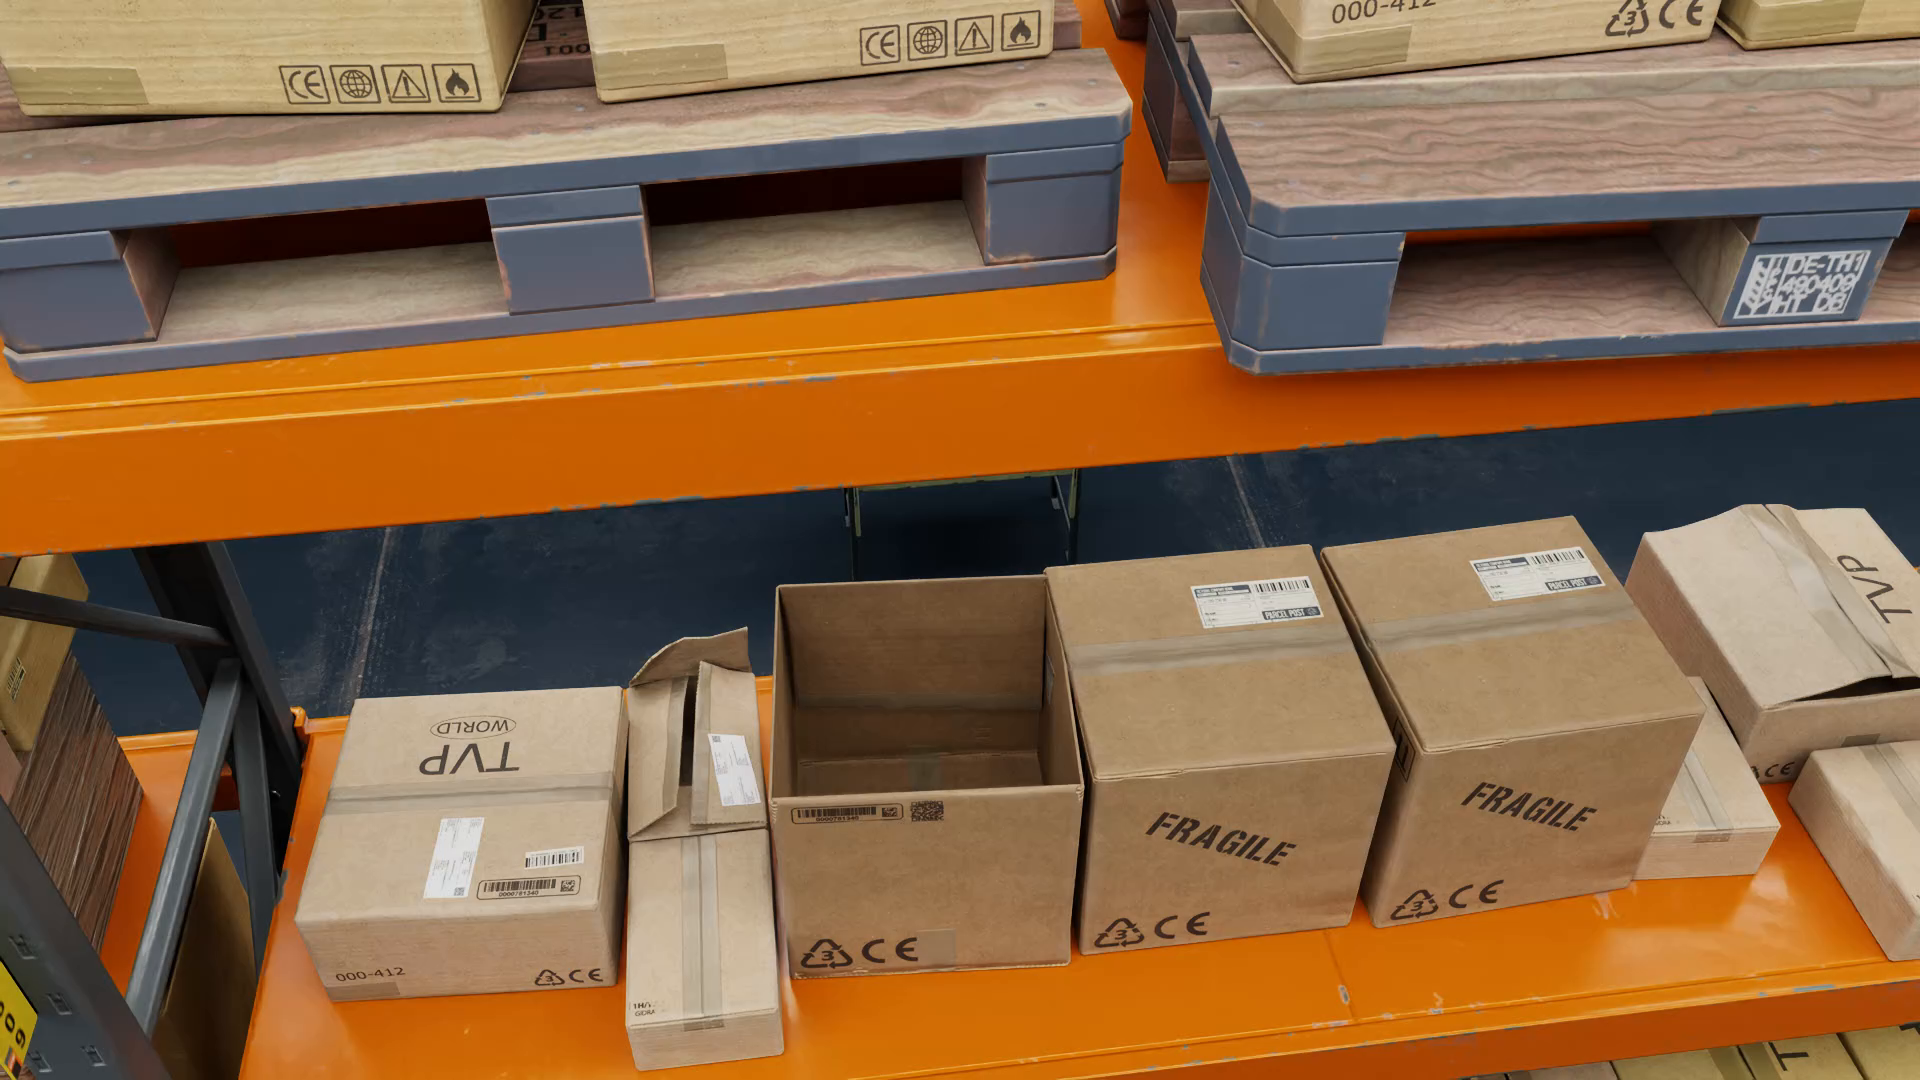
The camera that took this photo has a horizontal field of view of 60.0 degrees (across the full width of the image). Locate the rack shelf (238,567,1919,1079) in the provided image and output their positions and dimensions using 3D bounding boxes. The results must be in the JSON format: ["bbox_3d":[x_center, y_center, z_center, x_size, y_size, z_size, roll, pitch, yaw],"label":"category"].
[{"bbox_3d":[0.631,0.651,3.326,4.000,0.370,1.077,-5,42,-6],"label":"rack shelf"}]

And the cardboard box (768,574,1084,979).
[{"bbox_3d":[-0.066,0.419,2.971,0.500,0.500,0.500,-2,42,-2],"label":"cardboard box"}]

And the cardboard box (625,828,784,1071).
[{"bbox_3d":[-0.447,0.710,2.911,0.250,0.149,0.380,-5,42,-6],"label":"cardboard box"}]

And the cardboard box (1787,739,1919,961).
[{"bbox_3d":[1.758,0.565,3.071,0.250,0.149,0.380,-5,42,-6],"label":"cardboard box"}]

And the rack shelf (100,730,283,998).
[{"bbox_3d":[-3.335,0.999,2.941,4.000,0.370,1.077,-5,42,-6],"label":"rack shelf"}]

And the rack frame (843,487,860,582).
[{"bbox_3d":[-0.370,-0.525,5.212,0.023,1.500,0.400,-5,42,-6],"label":"rack frame"}]

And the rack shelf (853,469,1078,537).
[{"bbox_3d":[-0.007,-0.314,5.465,0.720,0.370,0.431,-5,42,-6],"label":"rack shelf"}]

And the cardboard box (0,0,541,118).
[{"bbox_3d":[-0.740,-0.704,1.849,0.500,0.250,0.500,-1,42,-1],"label":"cardboard box"}]

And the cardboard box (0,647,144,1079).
[{"bbox_3d":[-1.791,0.563,2.811,0.500,0.500,0.700,-6,42,-7],"label":"cardboard box"}]

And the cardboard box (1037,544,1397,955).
[{"bbox_3d":[0.431,0.375,3.020,0.500,0.500,0.500,-5,42,-5],"label":"cardboard box"}]

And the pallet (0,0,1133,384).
[{"bbox_3d":[-0.479,-0.570,2.046,1.217,0.209,0.805,-7,42,-7],"label":"pallet"}]

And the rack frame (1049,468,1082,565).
[{"bbox_3d":[0.356,-0.588,5.282,0.023,1.500,0.400,-5,42,-6],"label":"rack frame"}]

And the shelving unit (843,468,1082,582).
[{"bbox_3d":[-0.007,-0.556,5.247,0.755,1.500,0.431,-5,42,-6],"label":"shelving unit"}]

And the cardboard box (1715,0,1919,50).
[{"bbox_3d":[1.086,-0.827,1.987,0.500,0.250,0.500,-6,42,-6],"label":"cardboard box"}]

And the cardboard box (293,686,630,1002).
[{"bbox_3d":[-0.869,0.542,3.022,0.500,0.250,0.500,-3,42,-3],"label":"cardboard box"}]

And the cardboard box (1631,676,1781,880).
[{"bbox_3d":[1.357,0.452,3.197,0.250,0.149,0.380,-2,42,-2],"label":"cardboard box"}]

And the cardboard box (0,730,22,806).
[{"bbox_3d":[-1.594,0.446,2.457,0.250,0.149,0.380,-5,42,-6],"label":"cardboard box"}]

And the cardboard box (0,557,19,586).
[{"bbox_3d":[-1.791,0.082,2.377,0.500,0.500,0.700,-5,42,-5],"label":"cardboard box"}]

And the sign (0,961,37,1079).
[{"bbox_3d":[-1.279,0.575,2.167,0.005,0.325,0.100,-5,42,-6],"label":"sign"}]

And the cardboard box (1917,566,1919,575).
[{"bbox_3d":[2.248,0.246,3.304,0.500,0.311,0.500,-3,42,-3],"label":"cardboard box"}]

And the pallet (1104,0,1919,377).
[{"bbox_3d":[0.844,-0.616,2.095,1.213,0.211,1.003,-3,42,-4],"label":"pallet"}]

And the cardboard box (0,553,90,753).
[{"bbox_3d":[-1.644,0.174,2.758,0.250,0.149,0.380,-5,42,-6],"label":"cardboard box"}]

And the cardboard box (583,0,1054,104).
[{"bbox_3d":[-0.196,-0.753,1.904,0.500,0.250,0.500,-9,43,-10],"label":"cardboard box"}]

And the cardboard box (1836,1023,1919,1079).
[{"bbox_3d":[2.127,1.076,3.638,0.500,0.311,0.500,-4,42,-4],"label":"cardboard box"}]

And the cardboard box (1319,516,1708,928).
[{"bbox_3d":[0.953,0.330,3.070,0.500,0.500,0.500,-7,43,-8],"label":"cardboard box"}]

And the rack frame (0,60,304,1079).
[{"bbox_3d":[-1.352,0.558,2.892,0.127,3.000,1.000,-5,42,-6],"label":"rack frame"}]

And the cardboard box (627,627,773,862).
[{"bbox_3d":[-0.504,0.409,3.157,0.258,0.266,0.396,-6,42,-7],"label":"cardboard box"}]

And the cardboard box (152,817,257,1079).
[{"bbox_3d":[-1.852,0.977,3.607,0.500,0.500,0.500,-5,42,-6],"label":"cardboard box"}]

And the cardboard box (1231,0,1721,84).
[{"bbox_3d":[0.552,-0.782,1.936,0.500,0.250,0.500,-8,43,-9],"label":"cardboard box"}]

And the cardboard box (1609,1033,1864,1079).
[{"bbox_3d":[1.612,1.126,3.583,0.500,0.311,0.500,-6,42,-6],"label":"cardboard box"}]

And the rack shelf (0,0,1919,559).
[{"bbox_3d":[0.631,-0.463,2.321,4.000,0.370,1.077,-5,42,-6],"label":"rack shelf"}]

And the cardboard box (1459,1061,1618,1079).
[{"bbox_3d":[1.111,1.168,3.537,0.500,0.311,0.500,-5,42,-6],"label":"cardboard box"}]

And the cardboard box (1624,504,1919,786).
[{"bbox_3d":[1.702,0.192,3.364,0.500,0.311,0.500,-5,42,-6],"label":"cardboard box"}]
